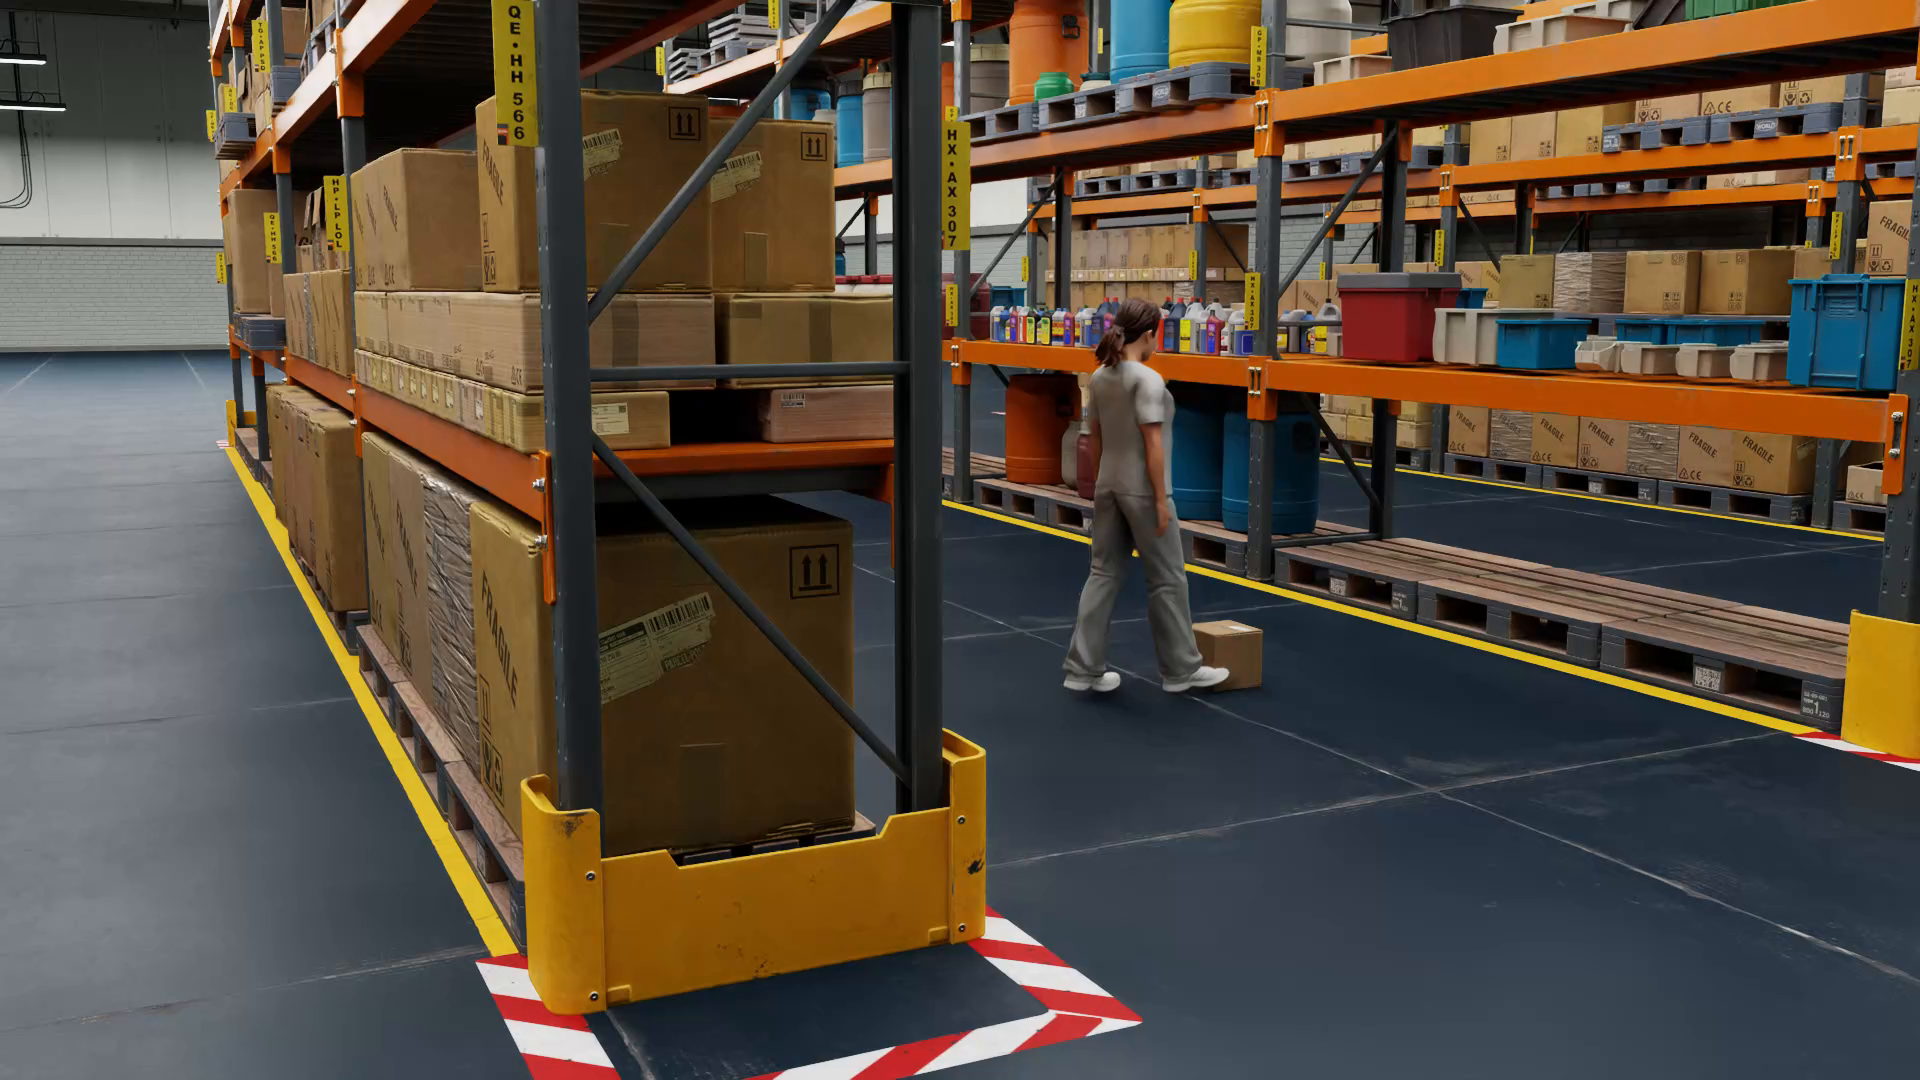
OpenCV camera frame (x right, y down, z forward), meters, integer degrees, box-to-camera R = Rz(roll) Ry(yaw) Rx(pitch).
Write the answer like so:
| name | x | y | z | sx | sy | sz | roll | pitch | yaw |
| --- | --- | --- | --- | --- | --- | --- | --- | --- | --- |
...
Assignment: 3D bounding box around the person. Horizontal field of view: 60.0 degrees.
| name | x | y | z | sx | sy | sz | roll | pitch | yaw |
| --- | --- | --- | --- | --- | --- | --- | --- | --- | --- |
| person | 0.748 | -0.165 | 6.975 | 0.489 | 1.683 | 0.443 | -4 | 9 | -25 |
